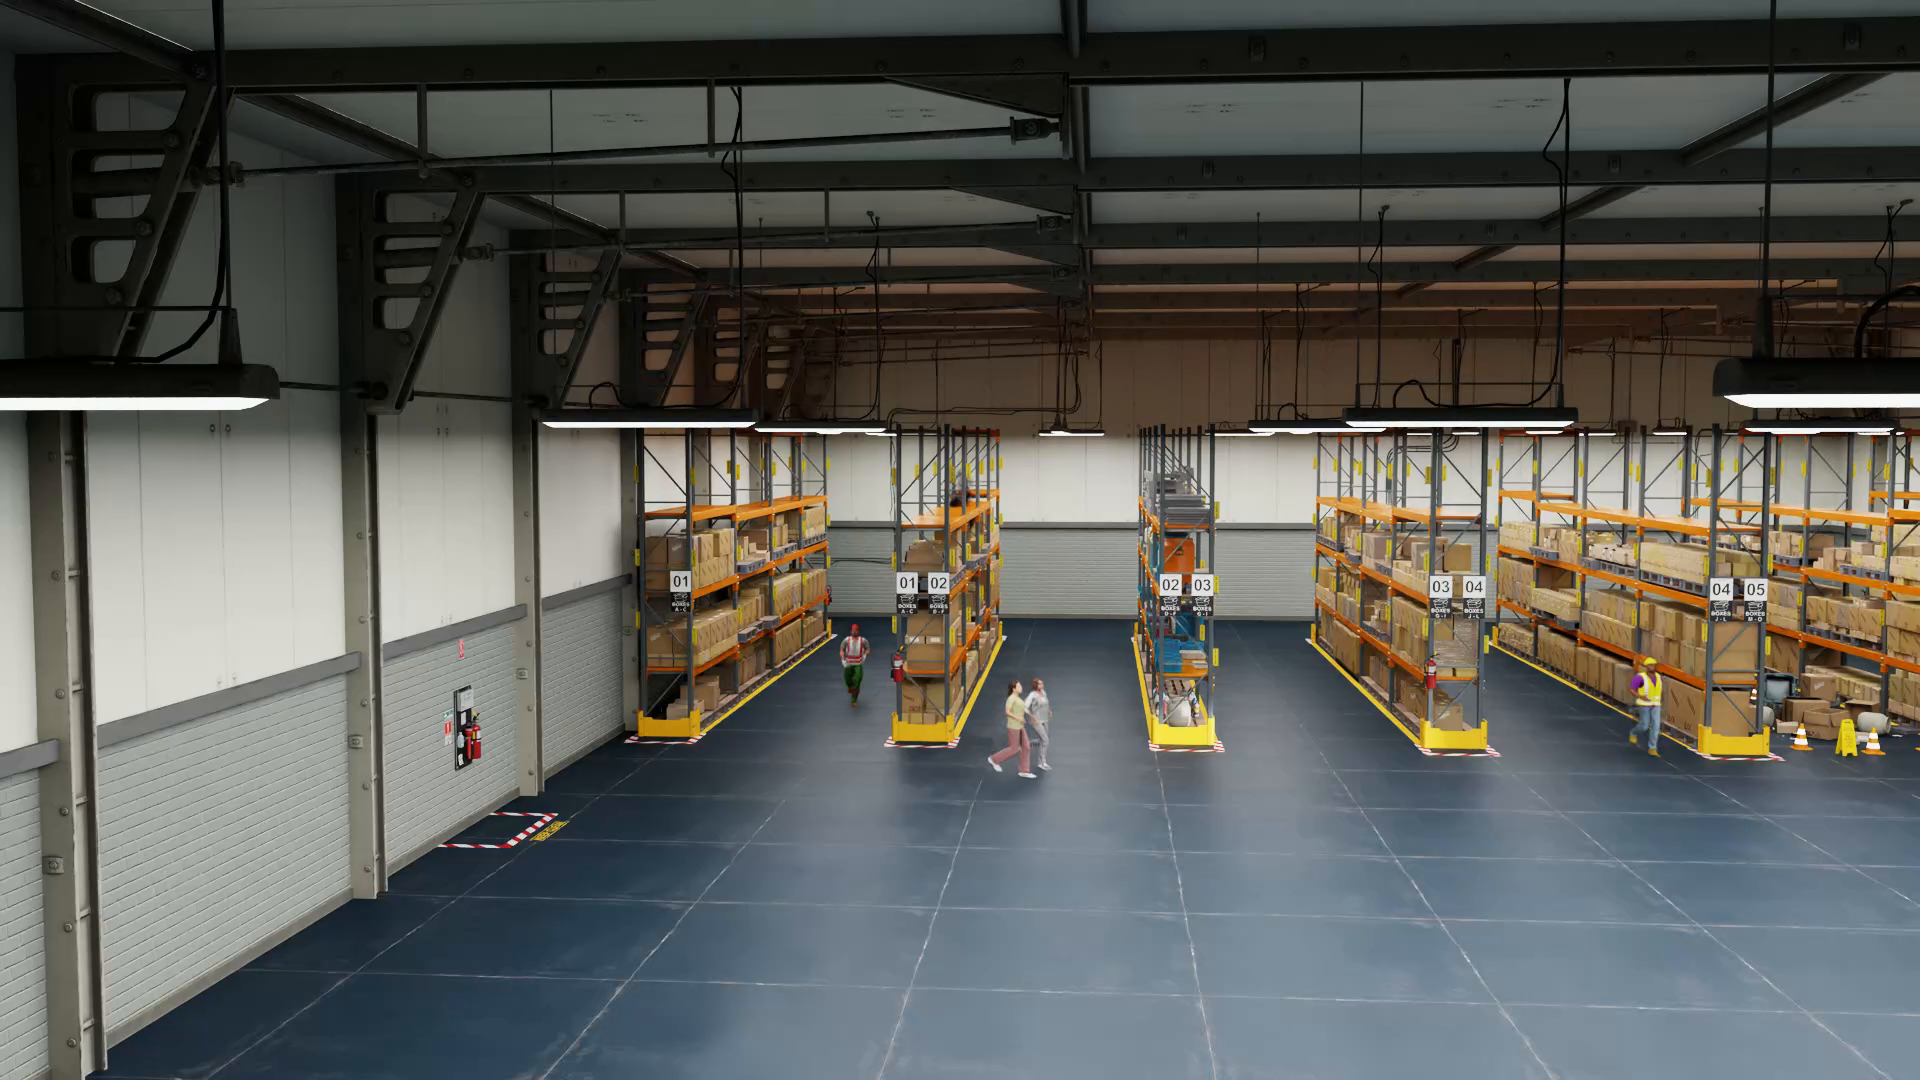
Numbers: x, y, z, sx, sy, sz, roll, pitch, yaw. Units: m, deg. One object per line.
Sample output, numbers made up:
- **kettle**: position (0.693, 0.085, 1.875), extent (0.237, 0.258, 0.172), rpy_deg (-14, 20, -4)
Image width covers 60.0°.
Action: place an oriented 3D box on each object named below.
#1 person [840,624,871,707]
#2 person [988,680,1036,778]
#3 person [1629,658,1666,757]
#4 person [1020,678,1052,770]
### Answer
- **person**: position (-2.266, 2.684, 35.924), extent (0.656, 1.737, 0.819), rpy_deg (0, 3, 2)
- **person**: position (0.889, 3.190, 28.137), extent (0.833, 1.663, 0.584), rpy_deg (1, 4, 19)
- **person**: position (12.522, 3.014, 30.228), extent (0.728, 1.754, 0.918), rpy_deg (-1, 4, -10)
- **person**: position (1.321, 3.184, 28.970), extent (0.655, 1.585, 0.534), rpy_deg (3, 4, 38)
